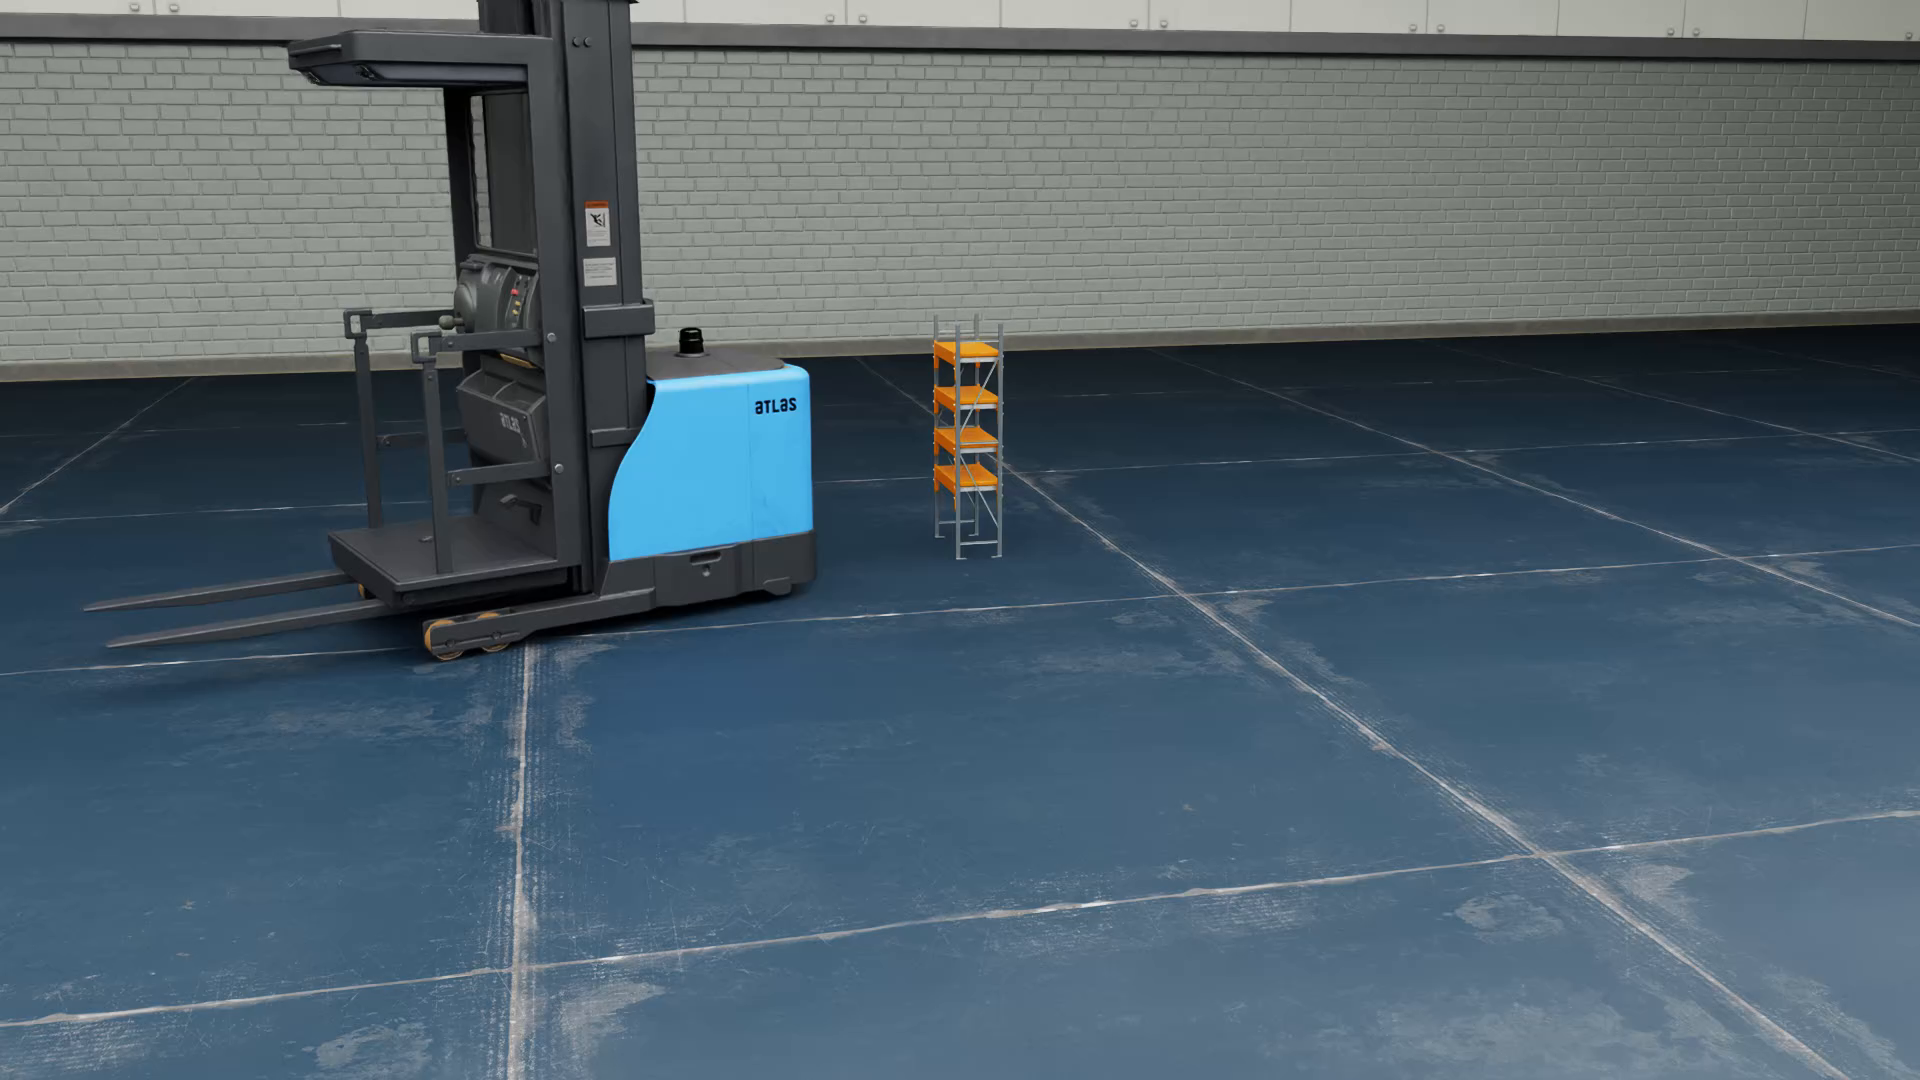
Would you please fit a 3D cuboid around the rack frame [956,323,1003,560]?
[{"bbox_3d":[0.096,-0.488,8.398,0.240,1.200,0.015,-3,14,-13],"label":"rack frame"}]

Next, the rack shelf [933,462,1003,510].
[{"bbox_3d":[0.039,-0.286,8.691,0.258,0.148,0.480,-3,14,-13],"label":"rack shelf"}]

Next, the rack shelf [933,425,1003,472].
[{"bbox_3d":[0.039,-0.479,8.644,0.258,0.148,0.480,-3,14,-13],"label":"rack shelf"}]

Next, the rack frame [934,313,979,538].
[{"bbox_3d":[-0.018,-0.601,8.859,0.240,1.200,0.015,-3,14,-13],"label":"rack frame"}]

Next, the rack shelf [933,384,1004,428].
[{"bbox_3d":[0.039,-0.697,8.591,0.258,0.148,0.480,-3,14,-13],"label":"rack shelf"}]

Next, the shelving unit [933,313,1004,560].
[{"bbox_3d":[0.039,-0.545,8.628,0.258,1.200,0.503,-3,14,-13],"label":"shelving unit"}]

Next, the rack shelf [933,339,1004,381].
[{"bbox_3d":[0.039,-0.926,8.535,0.258,0.148,0.480,-3,14,-13],"label":"rack shelf"}]

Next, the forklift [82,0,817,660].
[{"bbox_3d":[-2.183,-1.069,7.125,3.031,2.935,1.130,-9,17,-33],"label":"forklift"}]
